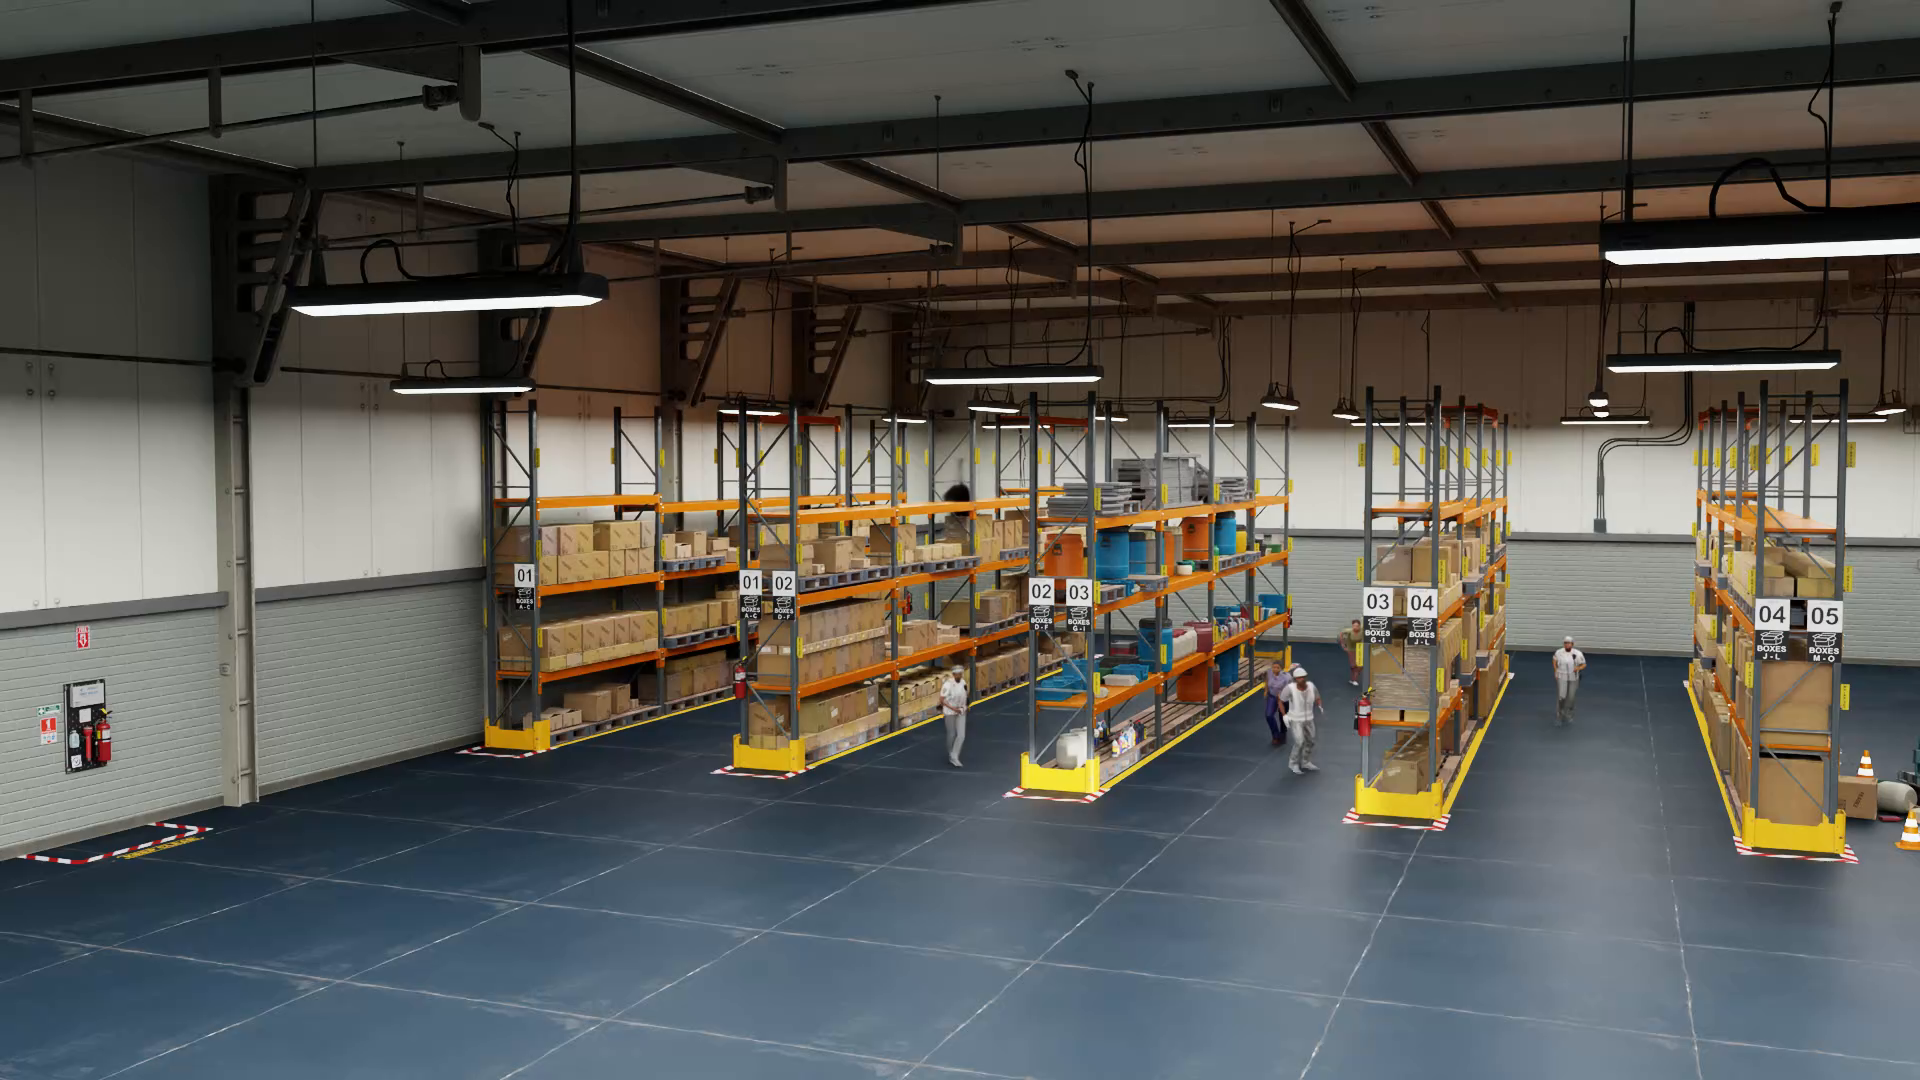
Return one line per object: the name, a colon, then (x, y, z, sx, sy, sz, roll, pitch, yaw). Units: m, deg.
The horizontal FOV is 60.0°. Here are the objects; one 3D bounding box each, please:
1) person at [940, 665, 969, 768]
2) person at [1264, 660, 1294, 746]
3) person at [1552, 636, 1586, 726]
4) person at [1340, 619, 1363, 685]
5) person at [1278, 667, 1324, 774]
person: (-0.121, 2.841, 27.188, 0.552, 1.662, 0.787, -1, 3, -19)
person: (5.636, 2.813, 29.175, 0.609, 1.495, 0.975, 1, 3, 25)
person: (11.404, 2.654, 31.125, 0.586, 1.692, 0.725, 1, 3, 17)
person: (8.678, 2.462, 36.700, 0.598, 1.492, 0.812, 0, 3, 8)
person: (5.448, 2.868, 26.451, 0.705, 1.717, 0.753, -1, 3, -18)
